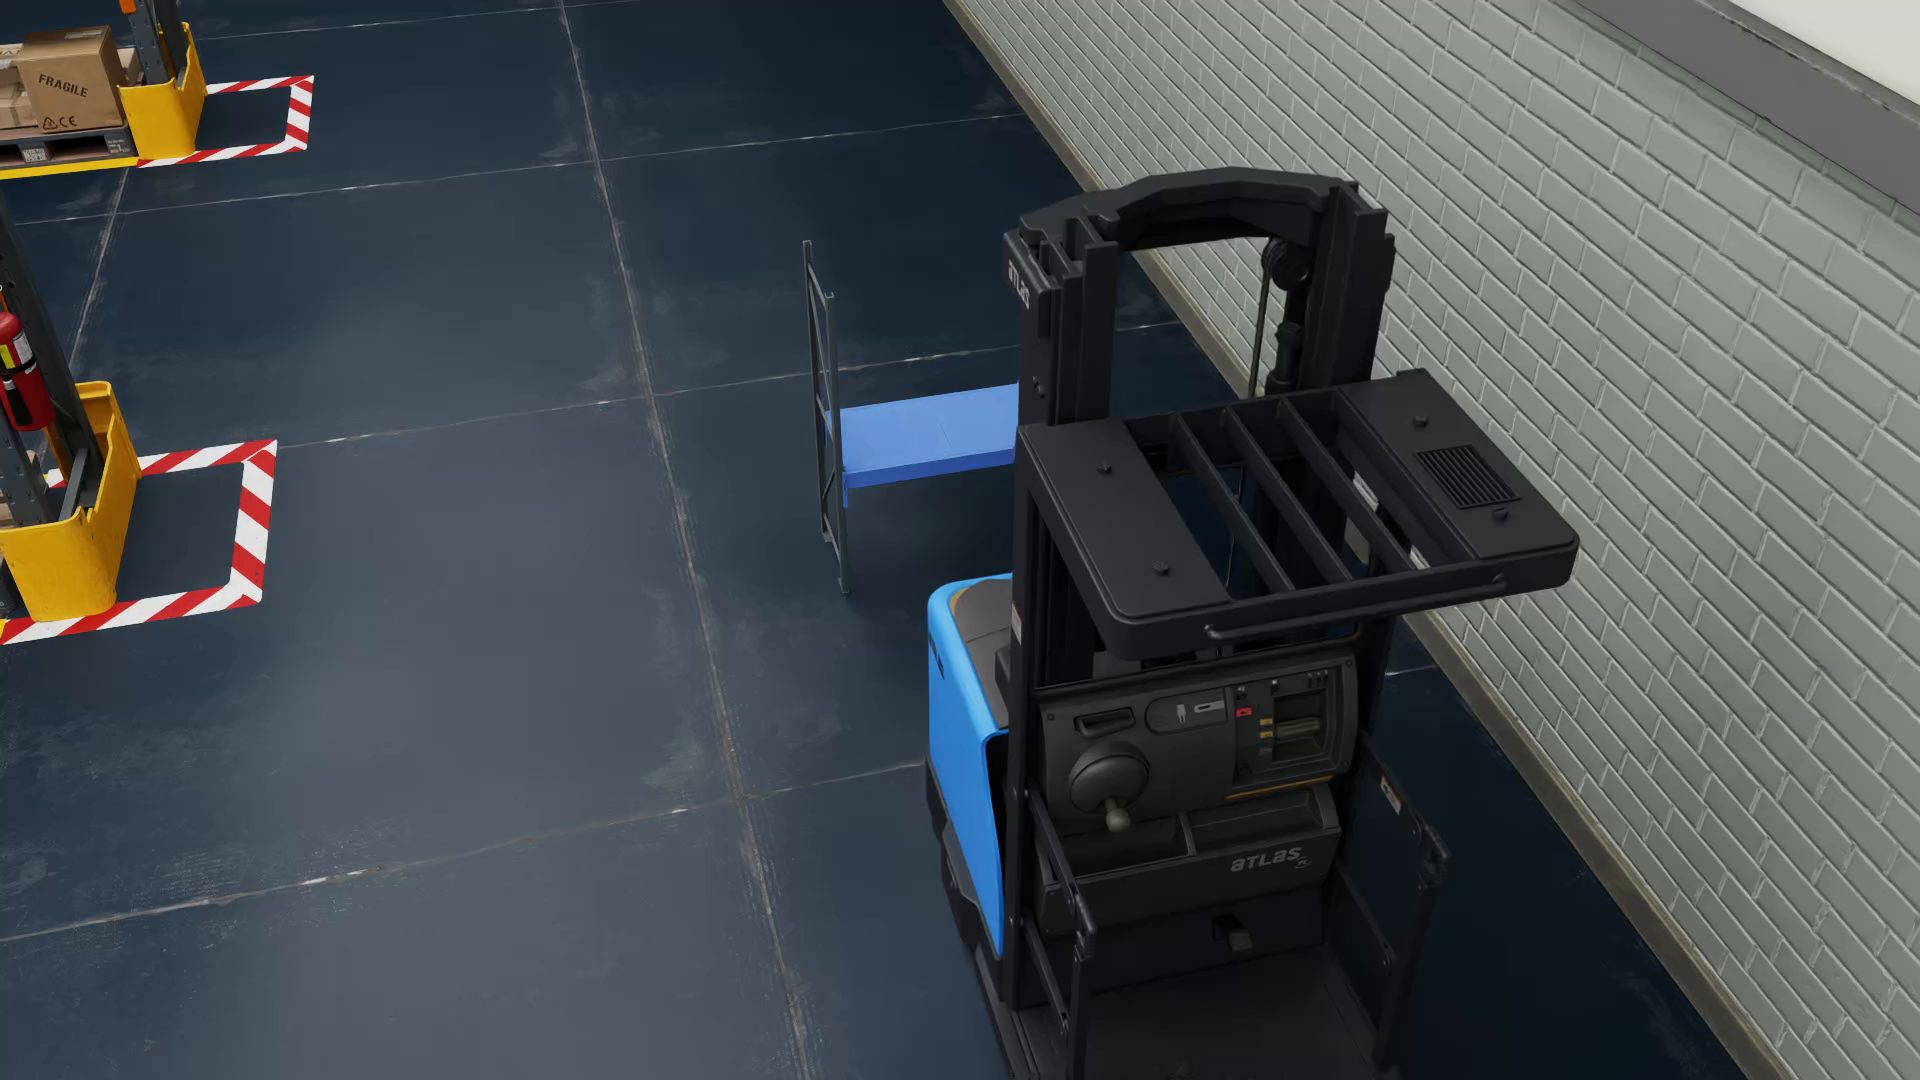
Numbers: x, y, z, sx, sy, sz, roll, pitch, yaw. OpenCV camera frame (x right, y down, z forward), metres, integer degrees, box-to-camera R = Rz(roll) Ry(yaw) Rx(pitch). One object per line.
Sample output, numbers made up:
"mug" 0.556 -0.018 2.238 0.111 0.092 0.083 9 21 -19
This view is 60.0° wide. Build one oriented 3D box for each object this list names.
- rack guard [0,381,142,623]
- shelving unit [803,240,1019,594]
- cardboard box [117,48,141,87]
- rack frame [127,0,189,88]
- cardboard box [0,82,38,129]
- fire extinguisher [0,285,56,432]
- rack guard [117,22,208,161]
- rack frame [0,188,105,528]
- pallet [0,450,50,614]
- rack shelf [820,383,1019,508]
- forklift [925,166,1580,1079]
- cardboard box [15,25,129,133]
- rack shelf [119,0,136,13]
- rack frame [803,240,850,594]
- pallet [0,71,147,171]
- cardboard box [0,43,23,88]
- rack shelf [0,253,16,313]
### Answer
"rack guard" -4.054 -0.197 7.596 0.348 0.500 1.175 -9 38 -12
"shelving unit" -0.082 -0.582 7.277 1.048 1.500 0.538 -9 38 -12
"cardboard box" -5.856 -3.262 11.530 0.250 0.149 0.380 -9 38 -12
"rack frame" -5.362 -4.084 10.621 0.127 3.000 1.000 -9 38 -12
"cardboard box" -6.237 -2.892 11.031 0.250 0.166 0.380 -9 38 -12
"fire extinguisher" -3.810 -0.757 6.641 0.183 0.674 0.296 -9 38 -12
"rack guard" -5.435 -3.080 11.364 0.348 0.500 1.175 -9 38 -12
"rack frame" -4.074 -1.178 6.822 0.127 3.000 1.000 -9 38 -12
"pallet" -4.880 0.037 7.528 1.213 0.211 1.003 -9 38 -12
"rack shelf" -0.082 -0.439 7.386 1.000 0.185 0.538 -9 38 -12
"forklift" 0.735 0.638 4.503 1.130 2.935 3.031 -9 38 -11
"cardboard box" -5.823 -3.036 10.945 0.500 0.500 0.500 -9 38 -12
"rack shelf" -7.293 -3.482 10.425 4.000 0.370 1.077 -9 38 -12
"rack frame" -0.573 -0.502 7.171 0.032 1.500 0.500 -9 38 -12
"pallet" -6.205 -2.838 11.286 1.213 0.211 1.003 -9 38 -12
"cardboard box" -6.444 -3.168 11.324 0.500 0.250 0.500 -9 38 -12
"rack shelf" -6.005 -0.576 6.626 4.000 0.370 1.077 -9 38 -12
